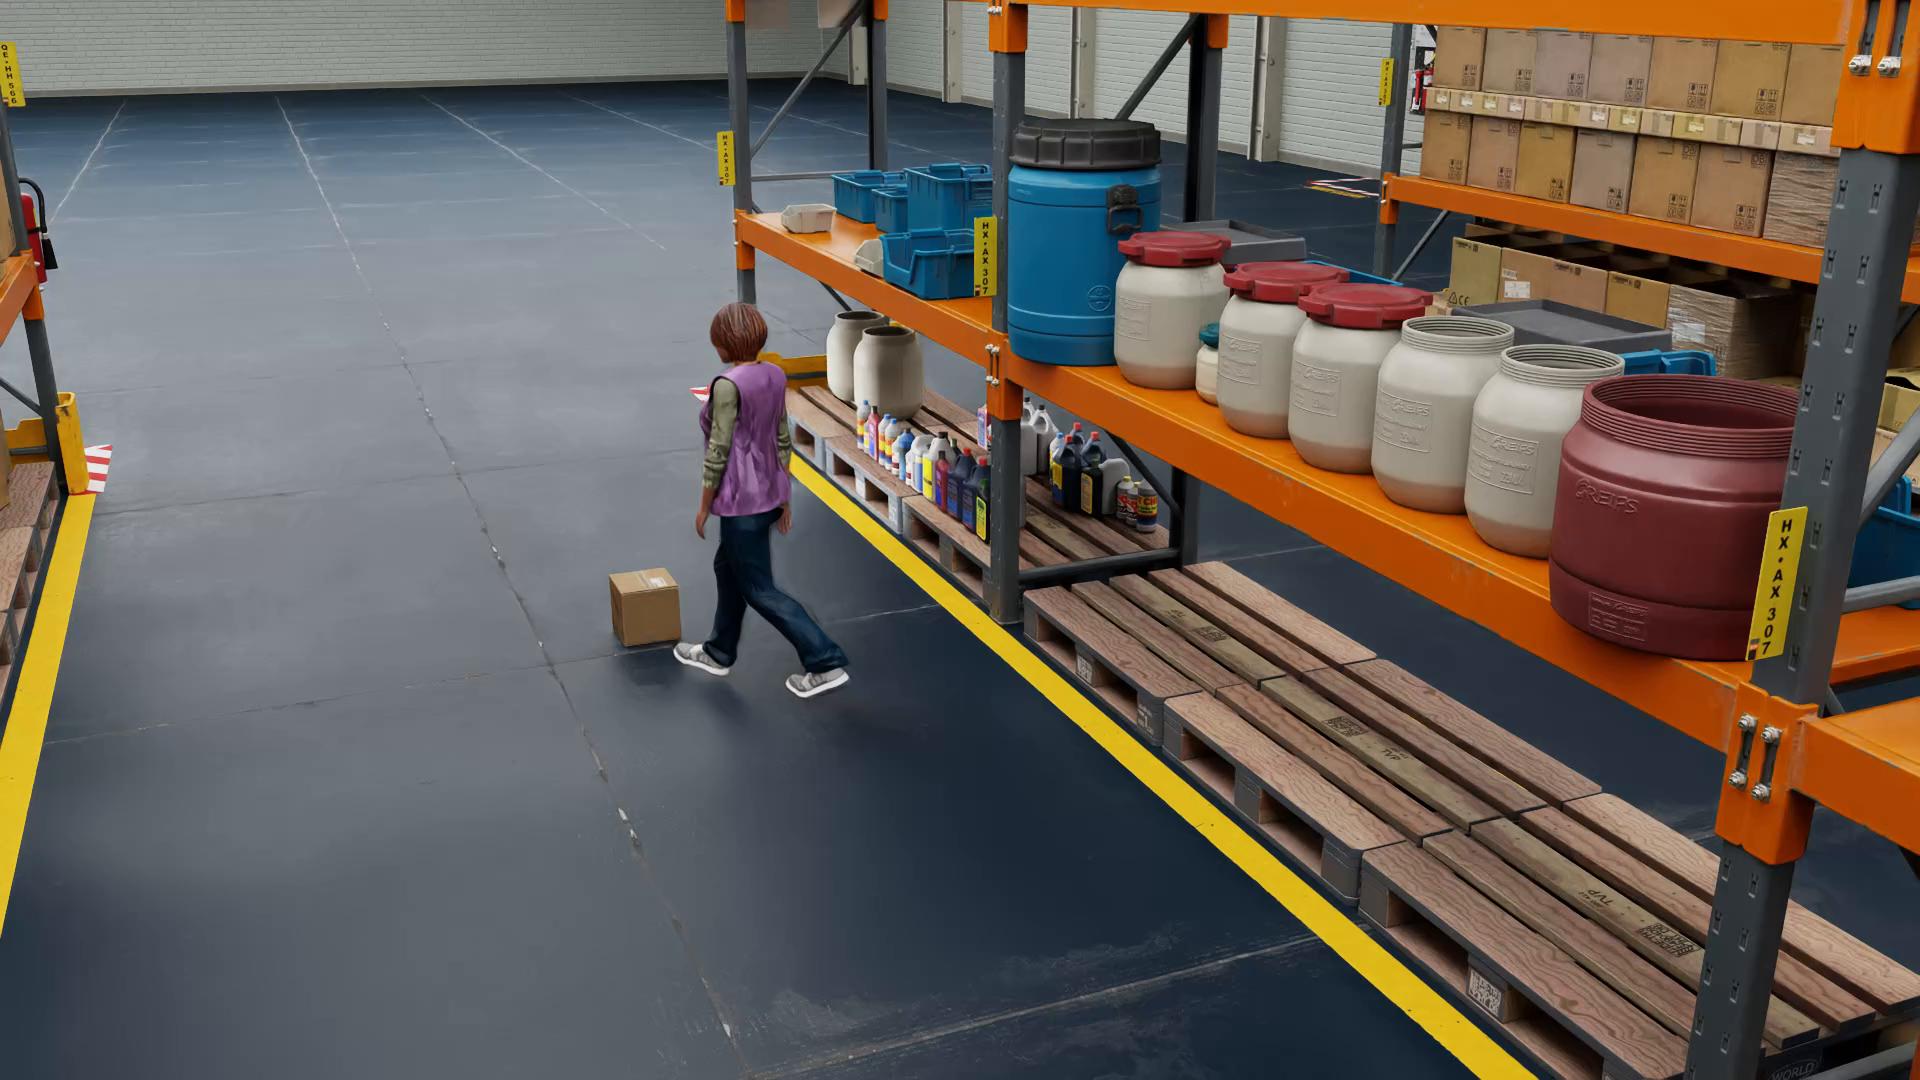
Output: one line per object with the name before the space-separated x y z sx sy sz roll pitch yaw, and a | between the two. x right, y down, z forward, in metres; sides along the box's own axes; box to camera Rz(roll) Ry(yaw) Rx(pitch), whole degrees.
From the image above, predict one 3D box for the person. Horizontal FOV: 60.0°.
person | -0.822 -0.125 6.481 0.879 1.530 0.408 8 21 22
